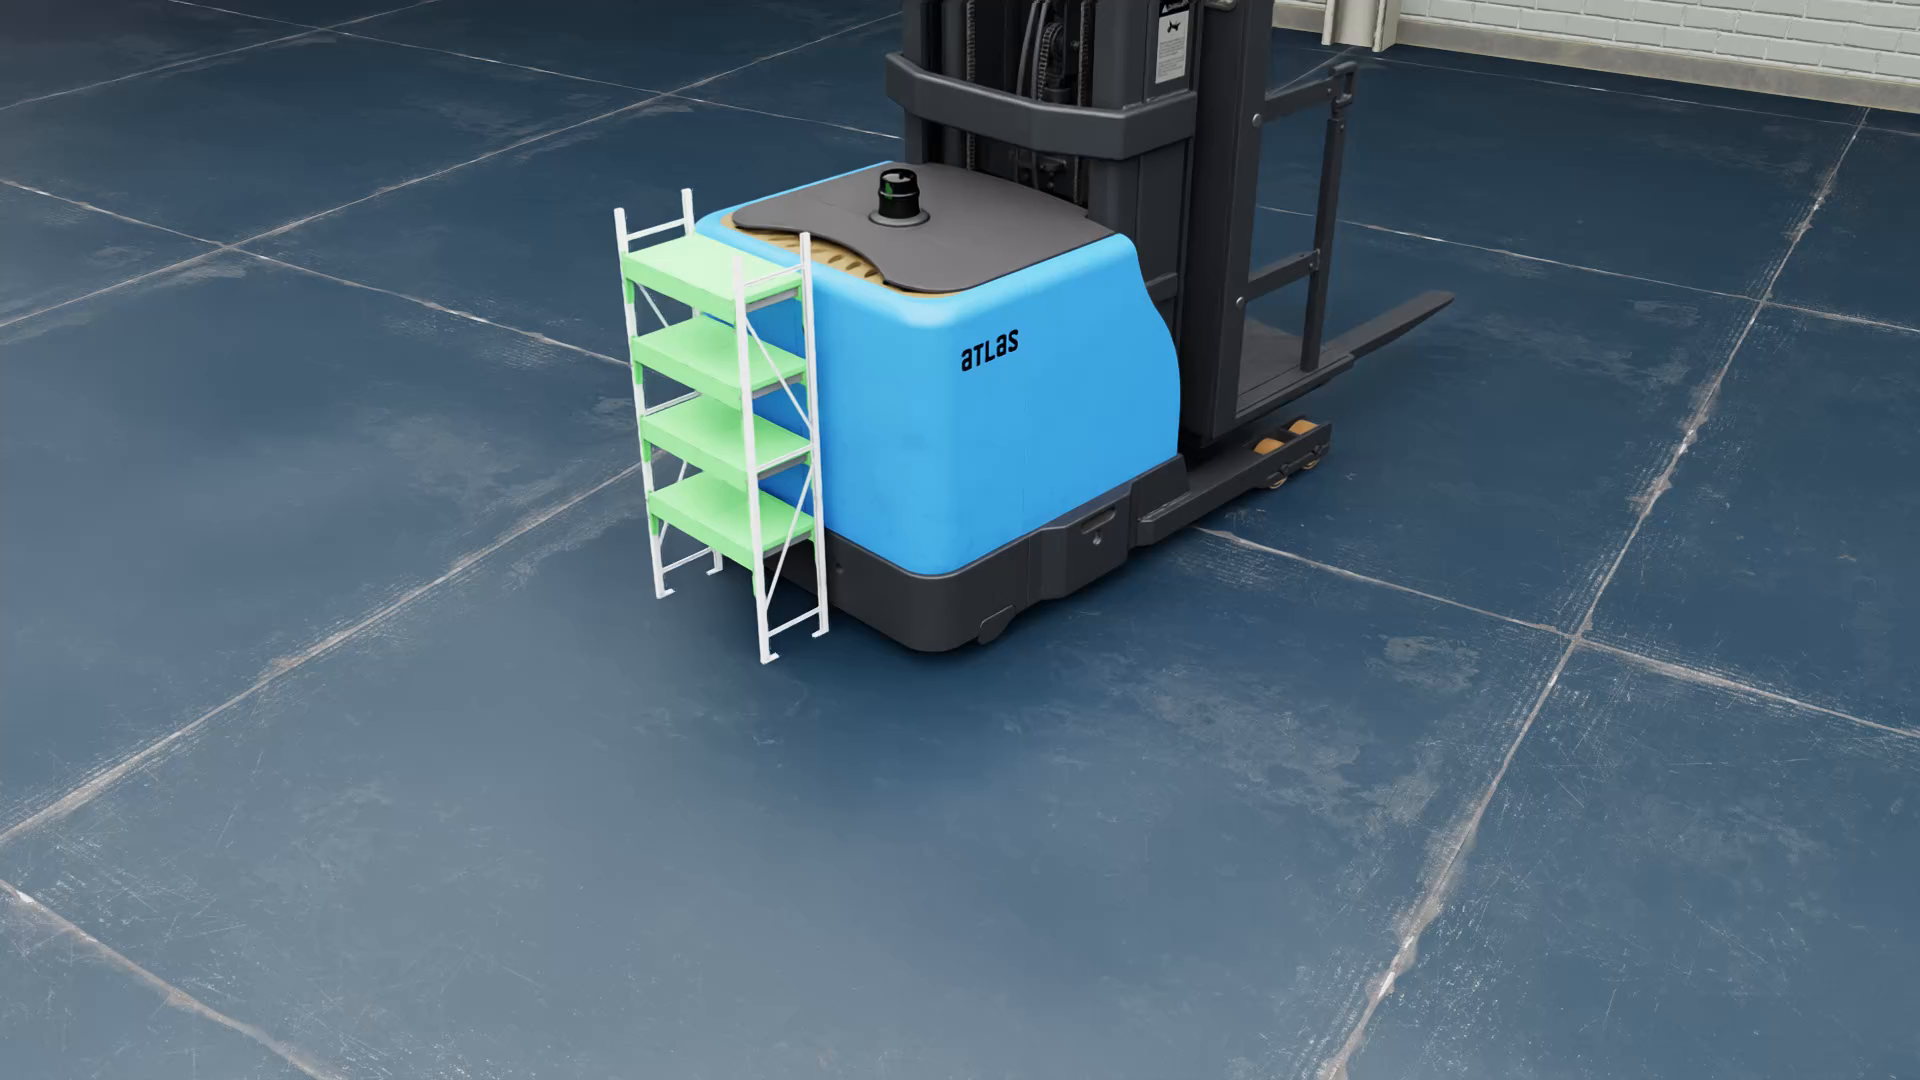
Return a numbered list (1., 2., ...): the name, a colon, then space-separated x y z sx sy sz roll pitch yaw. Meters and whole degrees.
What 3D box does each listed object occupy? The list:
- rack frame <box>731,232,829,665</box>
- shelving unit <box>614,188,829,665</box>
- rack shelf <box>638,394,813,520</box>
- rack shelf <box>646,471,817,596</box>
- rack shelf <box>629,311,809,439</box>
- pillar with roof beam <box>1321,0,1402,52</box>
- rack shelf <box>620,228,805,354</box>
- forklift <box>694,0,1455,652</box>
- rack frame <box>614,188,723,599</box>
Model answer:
1. rack frame: -0.468 -0.215 4.428 0.015 1.200 0.240 26 39 37
2. shelving unit: -0.642 -0.301 4.576 0.503 1.200 0.258 26 39 37
3. rack shelf: -0.642 -0.246 4.608 0.480 0.148 0.258 26 39 37
4. rack shelf: -0.642 -0.039 4.729 0.480 0.148 0.258 26 39 37
5. rack shelf: -0.642 -0.453 4.487 0.480 0.148 0.258 26 39 37
6. pillar with roof beam: 0.294 -5.267 5.348 0.400 9.000 9.100 18 35 27
7. rack shelf: -0.642 -0.661 4.366 0.480 0.148 0.258 26 39 37
8. forklift: 0.617 -1.600 5.084 1.130 2.935 3.031 26 39 37
9. rack frame: -0.816 -0.388 4.724 0.015 1.200 0.240 26 39 37
